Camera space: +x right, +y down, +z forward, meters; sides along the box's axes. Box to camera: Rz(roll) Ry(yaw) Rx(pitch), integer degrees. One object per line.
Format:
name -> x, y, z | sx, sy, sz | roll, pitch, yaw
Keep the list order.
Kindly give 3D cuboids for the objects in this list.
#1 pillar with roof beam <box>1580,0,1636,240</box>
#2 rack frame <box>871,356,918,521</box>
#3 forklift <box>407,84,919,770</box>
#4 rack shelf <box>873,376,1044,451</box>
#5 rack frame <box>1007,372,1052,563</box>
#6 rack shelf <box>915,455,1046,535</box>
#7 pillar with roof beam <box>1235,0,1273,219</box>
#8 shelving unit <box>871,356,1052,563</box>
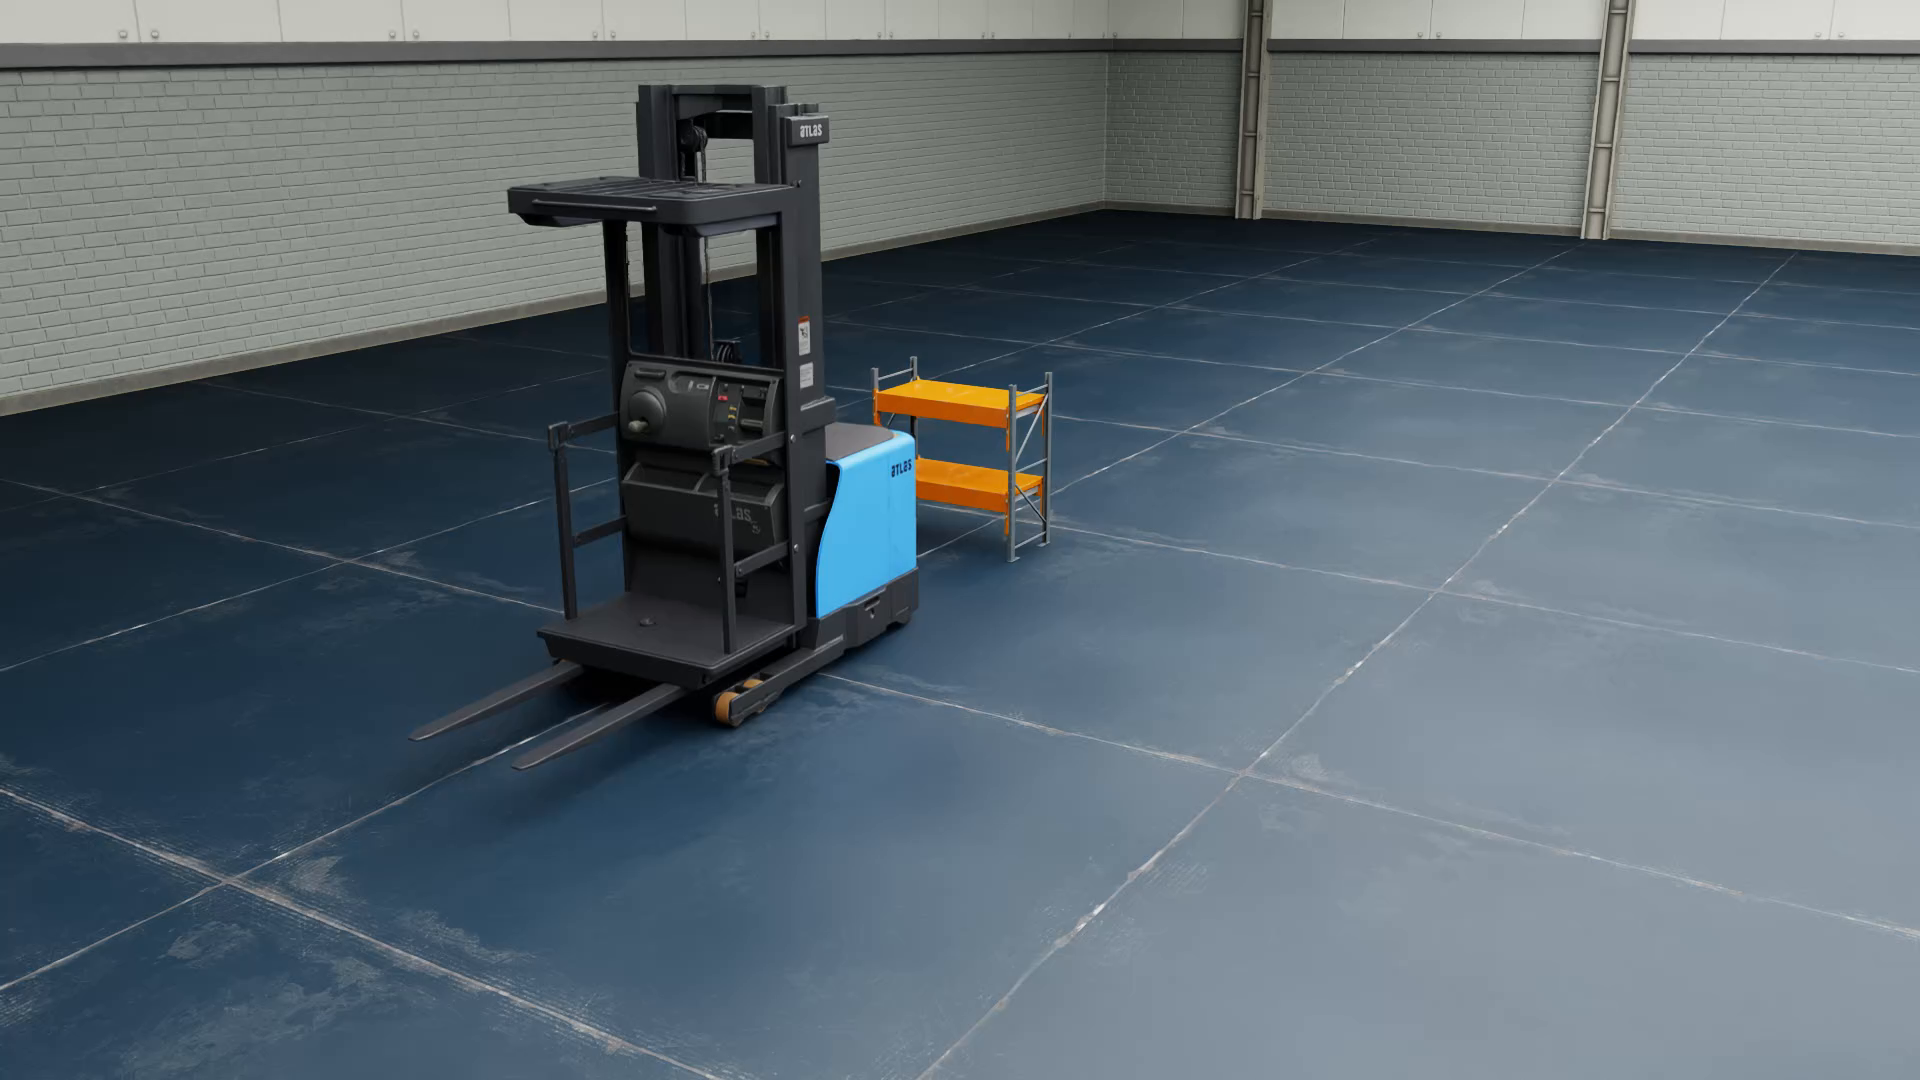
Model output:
pillar with roof beam -> 8.066, -8.143, 22.207 | 0.400, 9.000, 9.100 | 10, 20, 30
rack frame -> -0.427, -0.615, 10.969 | 0.032, 1.125, 0.500 | 10, 20, 30
forklift -> -1.390, -0.661, 8.014 | 1.130, 2.935, 3.031 | 9, 19, 28
rack shelf -> 0.006, -0.817, 10.629 | 1.000, 0.278, 0.538 | 10, 20, 30
rack frame -> 0.439, -0.460, 10.460 | 0.032, 1.125, 0.500 | 10, 20, 30
rack shelf -> 0.006, -0.303, 10.785 | 1.000, 0.278, 0.538 | 10, 20, 30
pillar with roof beam -> 2.954, -9.056, 25.212 | 0.400, 9.000, 9.100 | 10, 20, 30
shelving unit -> 0.006, -0.537, 10.714 | 1.048, 1.125, 0.538 | 10, 20, 30
